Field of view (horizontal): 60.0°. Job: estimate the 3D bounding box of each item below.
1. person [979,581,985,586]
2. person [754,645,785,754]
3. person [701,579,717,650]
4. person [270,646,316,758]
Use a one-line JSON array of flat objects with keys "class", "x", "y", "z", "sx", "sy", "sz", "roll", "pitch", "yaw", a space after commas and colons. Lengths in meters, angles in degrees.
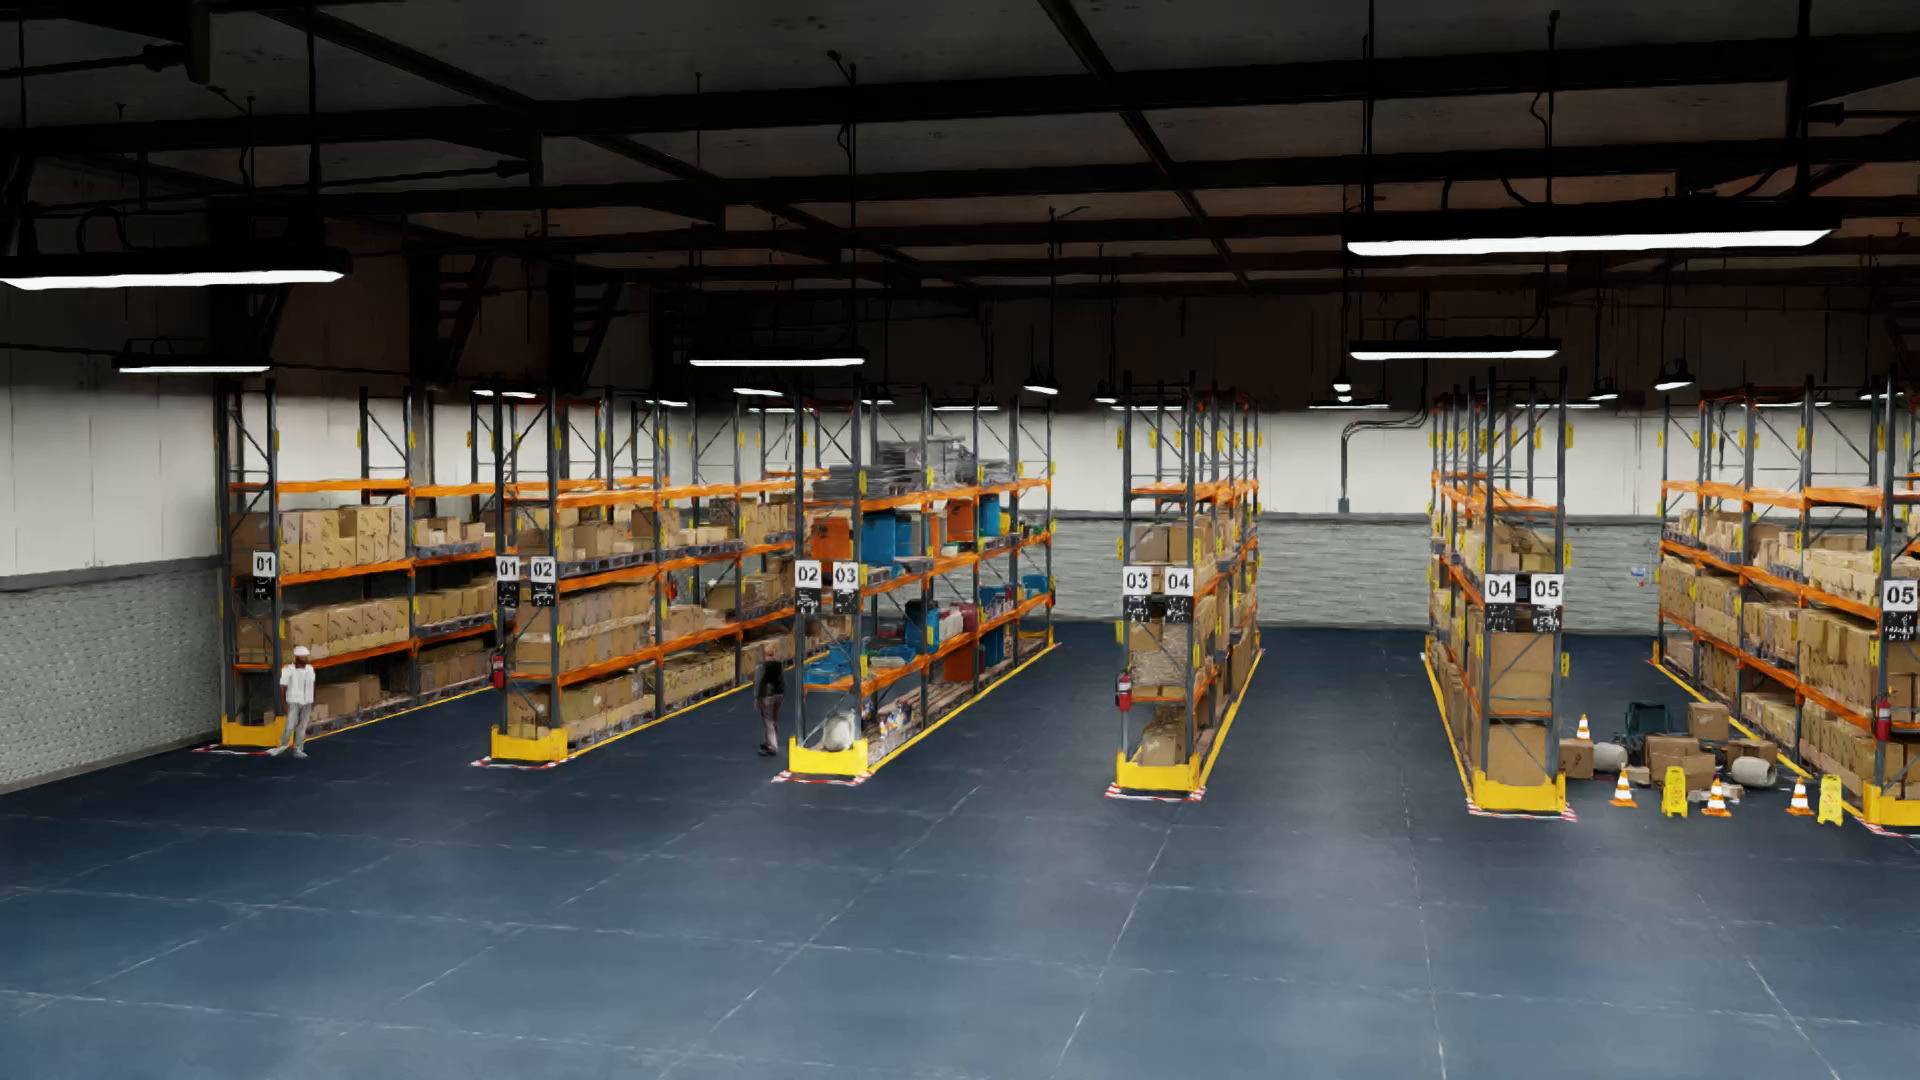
[{"class": "person", "x": 0.407, "y": 1.815, "z": 38.028, "sx": 0.613, "sy": 1.767, "sz": 0.658, "roll": 2, "pitch": 4, "yaw": 32}, {"class": "person", "x": -3.070, "y": 2.530, "z": 26.653, "sx": 0.581, "sy": 1.718, "sz": 0.641, "roll": 3, "pitch": 4, "yaw": 38}, {"class": "person", "x": -5.813, "y": 1.782, "z": 39.361, "sx": 0.702, "sy": 1.735, "sz": 0.549, "roll": 1, "pitch": 4, "yaw": 12}, {"class": "person", "x": -10.456, "y": 2.543, "z": 26.116, "sx": 0.465, "sy": 1.761, "sz": 0.722, "roll": 3, "pitch": 4, "yaw": 40}]
